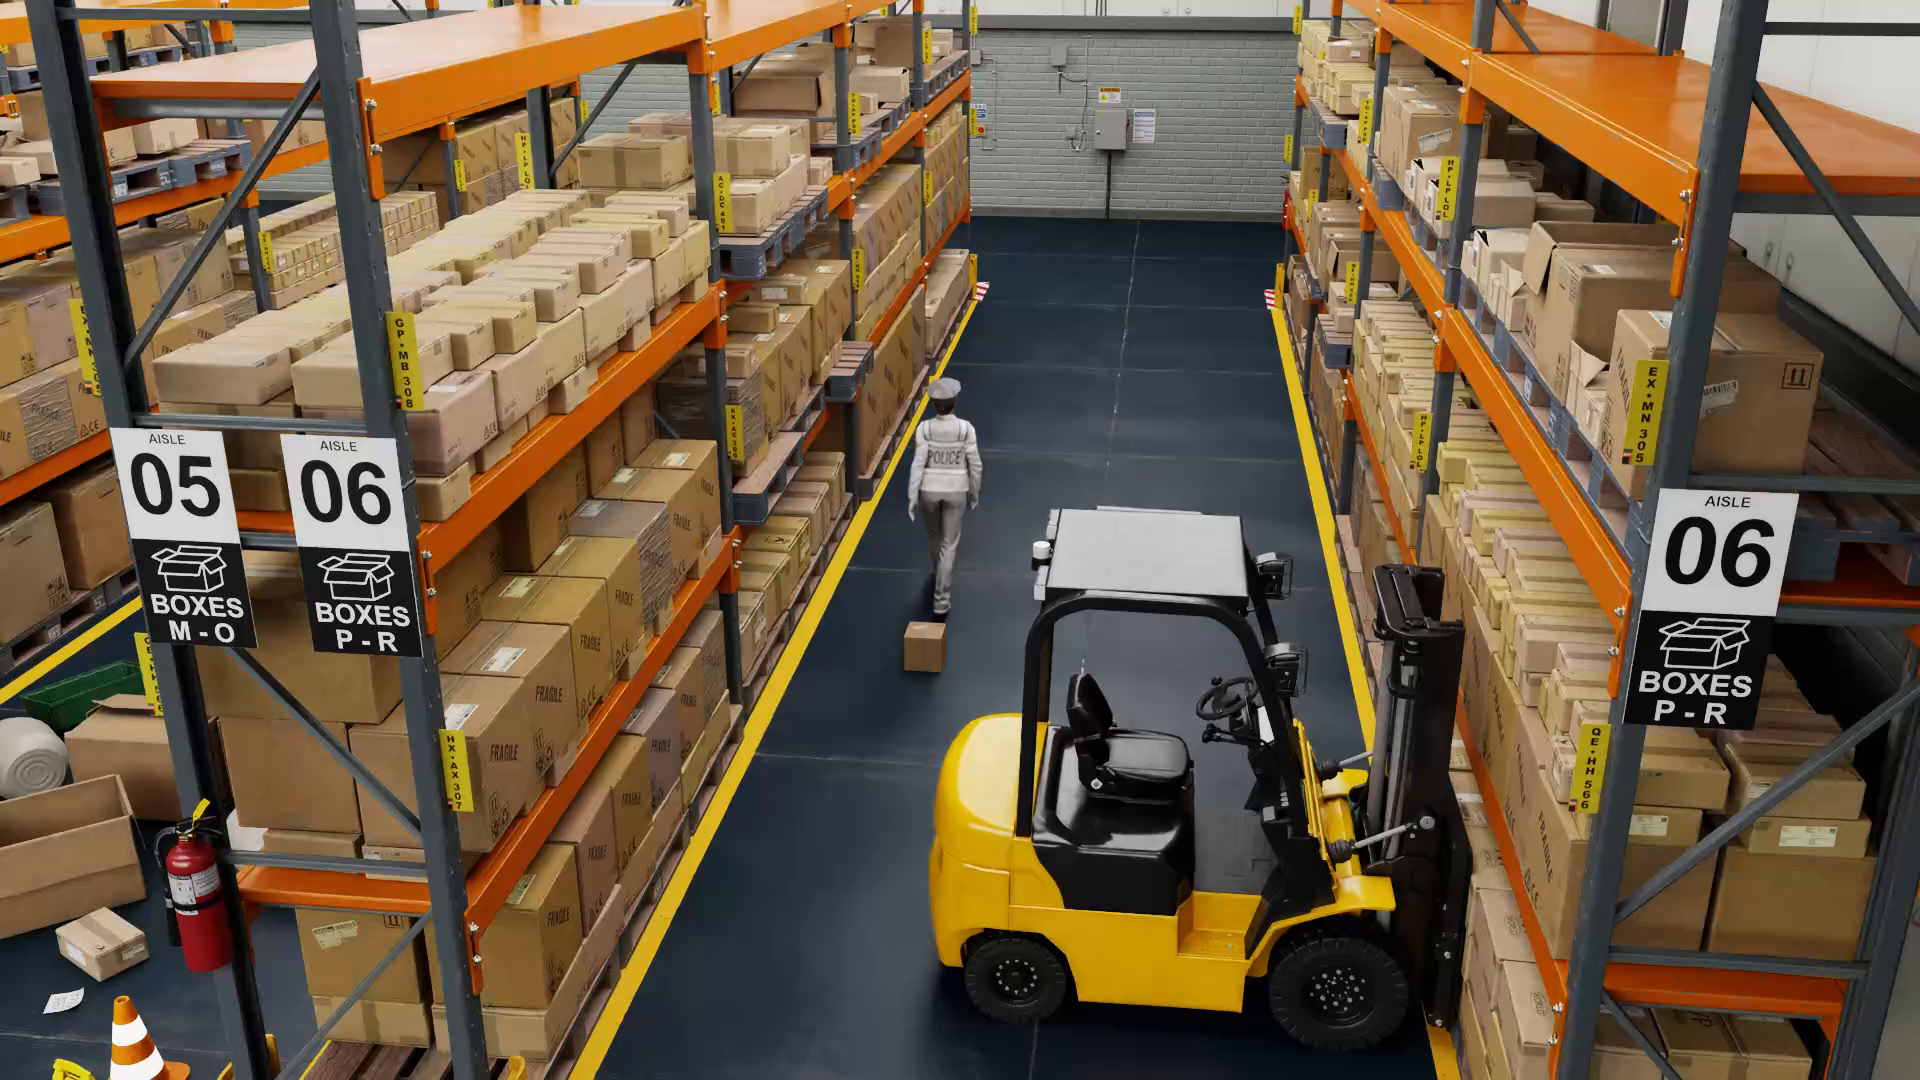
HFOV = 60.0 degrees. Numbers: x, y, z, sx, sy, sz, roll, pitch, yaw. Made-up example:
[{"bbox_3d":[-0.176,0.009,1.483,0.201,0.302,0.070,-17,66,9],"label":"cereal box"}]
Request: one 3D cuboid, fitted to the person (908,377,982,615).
[{"bbox_3d":[-0.096,-0.366,11.984,0.515,1.610,1.008,3,21,7],"label":"person"}]
